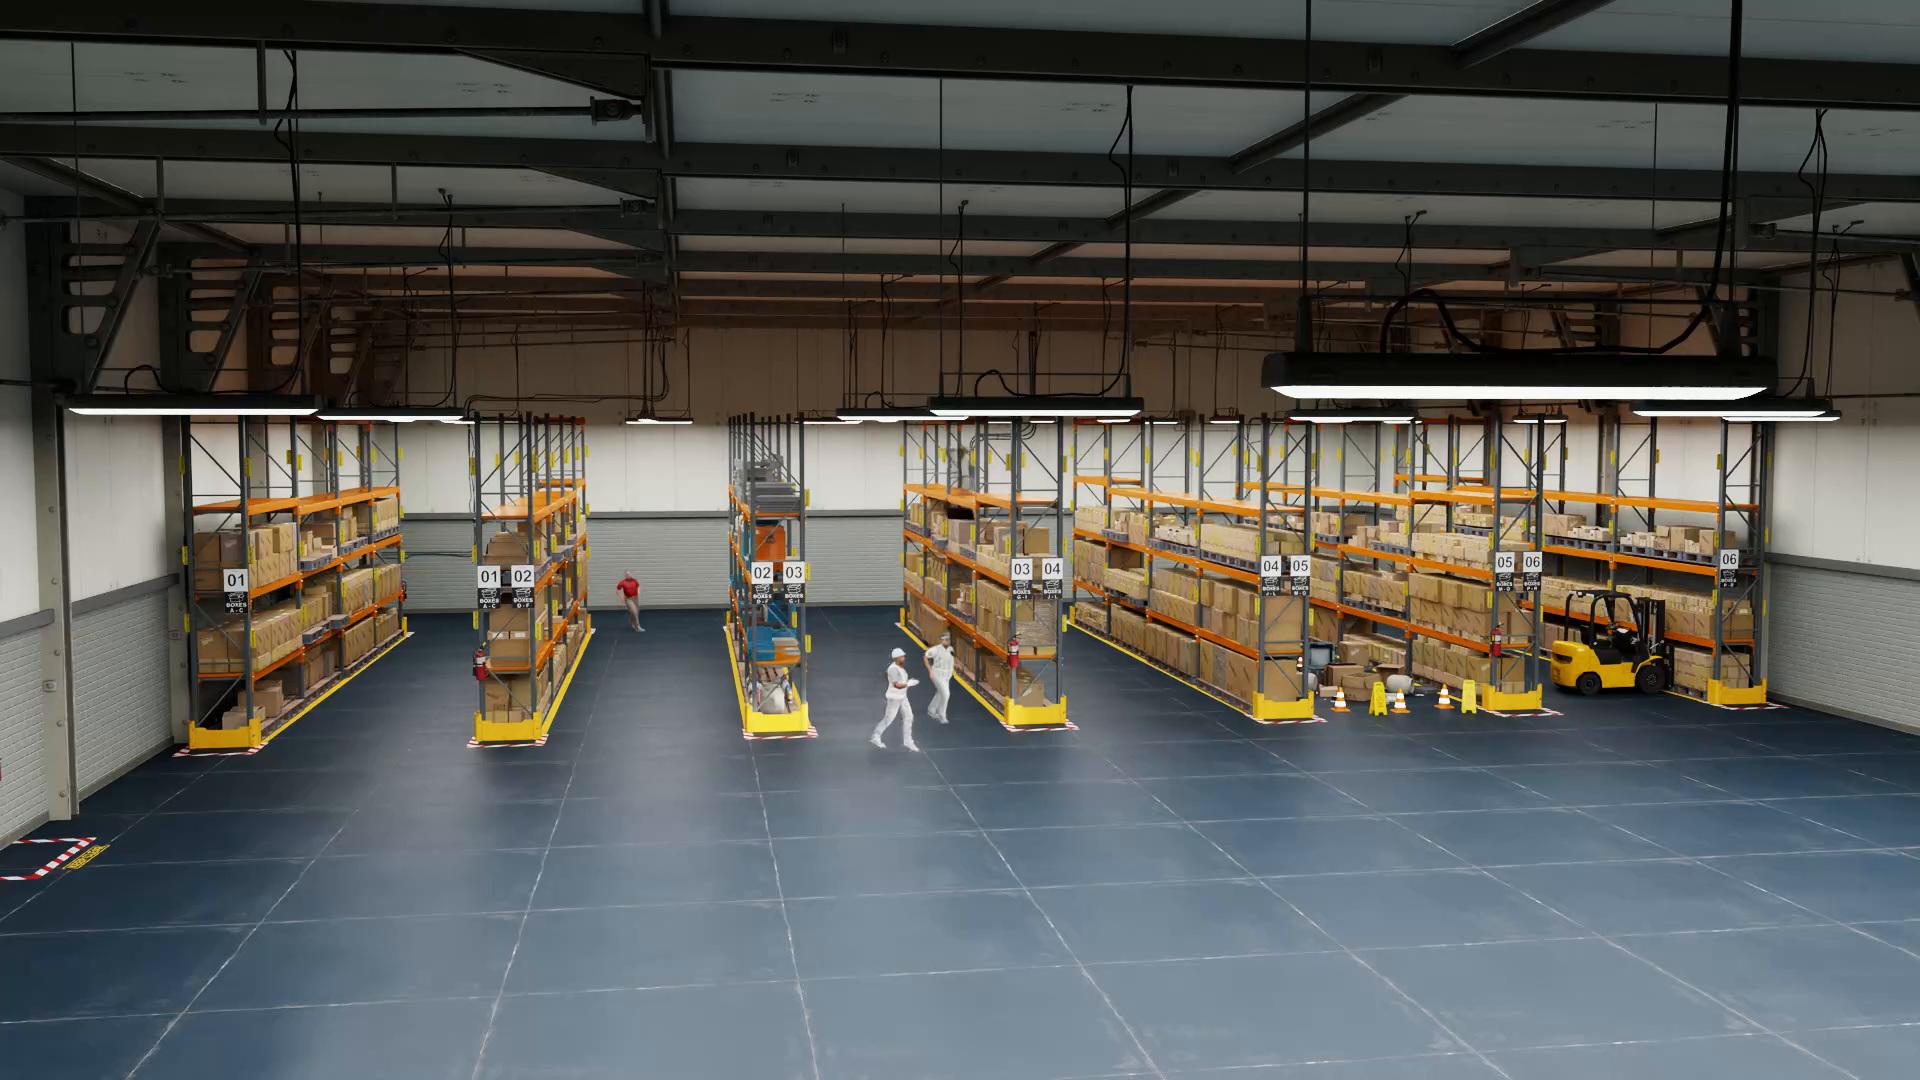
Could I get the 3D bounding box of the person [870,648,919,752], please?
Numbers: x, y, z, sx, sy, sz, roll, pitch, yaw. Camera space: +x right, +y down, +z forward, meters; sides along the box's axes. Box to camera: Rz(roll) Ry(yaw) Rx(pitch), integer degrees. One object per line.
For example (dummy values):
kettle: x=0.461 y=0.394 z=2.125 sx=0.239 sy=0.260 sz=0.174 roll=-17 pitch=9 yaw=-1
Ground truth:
person: x=-1.143 y=2.821 z=29.350 sx=0.893 sy=1.832 sz=0.665 roll=1 pitch=4 yaw=15

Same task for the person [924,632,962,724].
person: x=-0.347 y=2.683 z=32.216 sx=0.875 sy=1.835 sz=0.588 roll=3 pitch=5 yaw=40

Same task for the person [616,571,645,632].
person: x=-9.231 y=1.704 z=46.595 sx=0.719 sy=1.700 sz=0.860 roll=-3 pitch=5 yaw=-41
